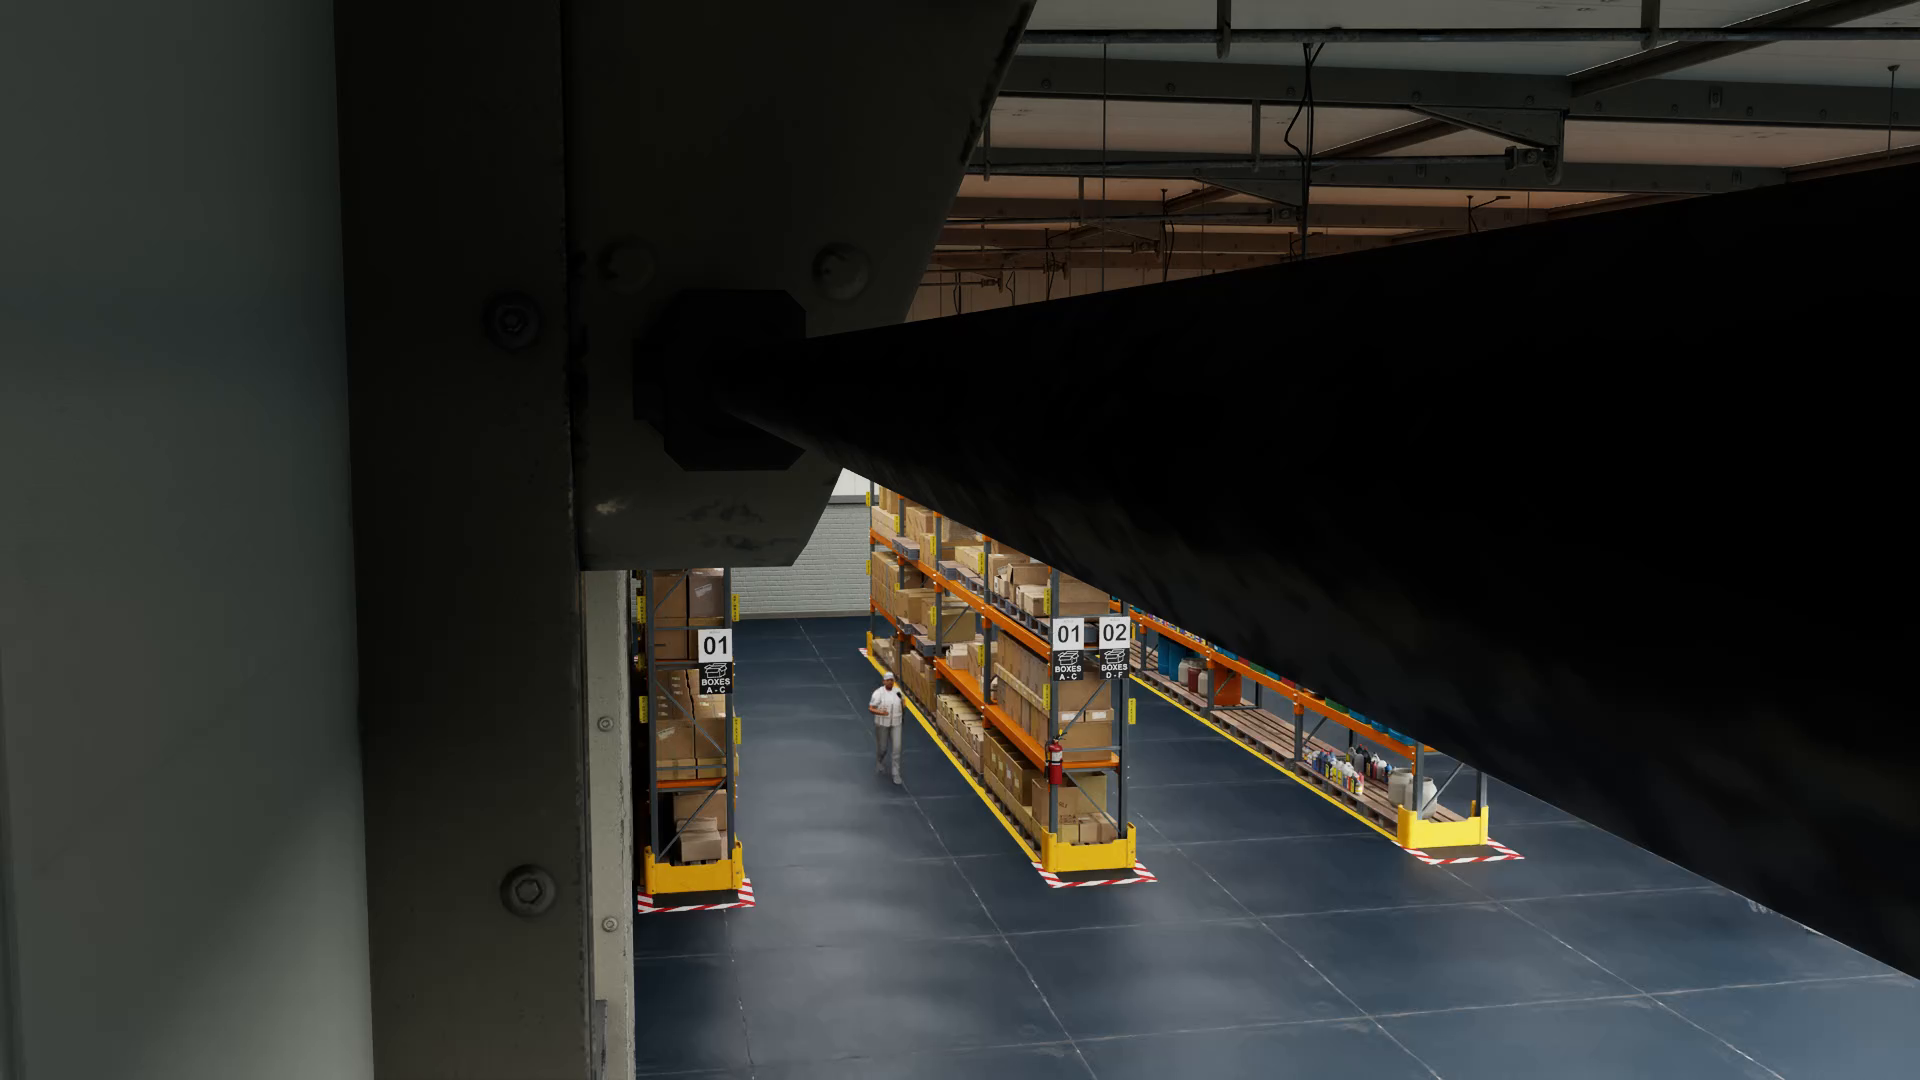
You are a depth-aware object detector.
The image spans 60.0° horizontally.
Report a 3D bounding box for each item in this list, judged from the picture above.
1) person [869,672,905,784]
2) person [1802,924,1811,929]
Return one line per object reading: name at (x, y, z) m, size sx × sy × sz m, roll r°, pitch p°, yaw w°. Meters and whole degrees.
person at (-1.086, 2.827, 25.390) m, size 0.612 × 1.651 × 0.894 m, roll -2°, pitch 6°, yaw -16°
person at (9.715, 3.562, 18.494) m, size 0.573 × 1.686 × 0.673 m, roll 2°, pitch 6°, yaw 19°
